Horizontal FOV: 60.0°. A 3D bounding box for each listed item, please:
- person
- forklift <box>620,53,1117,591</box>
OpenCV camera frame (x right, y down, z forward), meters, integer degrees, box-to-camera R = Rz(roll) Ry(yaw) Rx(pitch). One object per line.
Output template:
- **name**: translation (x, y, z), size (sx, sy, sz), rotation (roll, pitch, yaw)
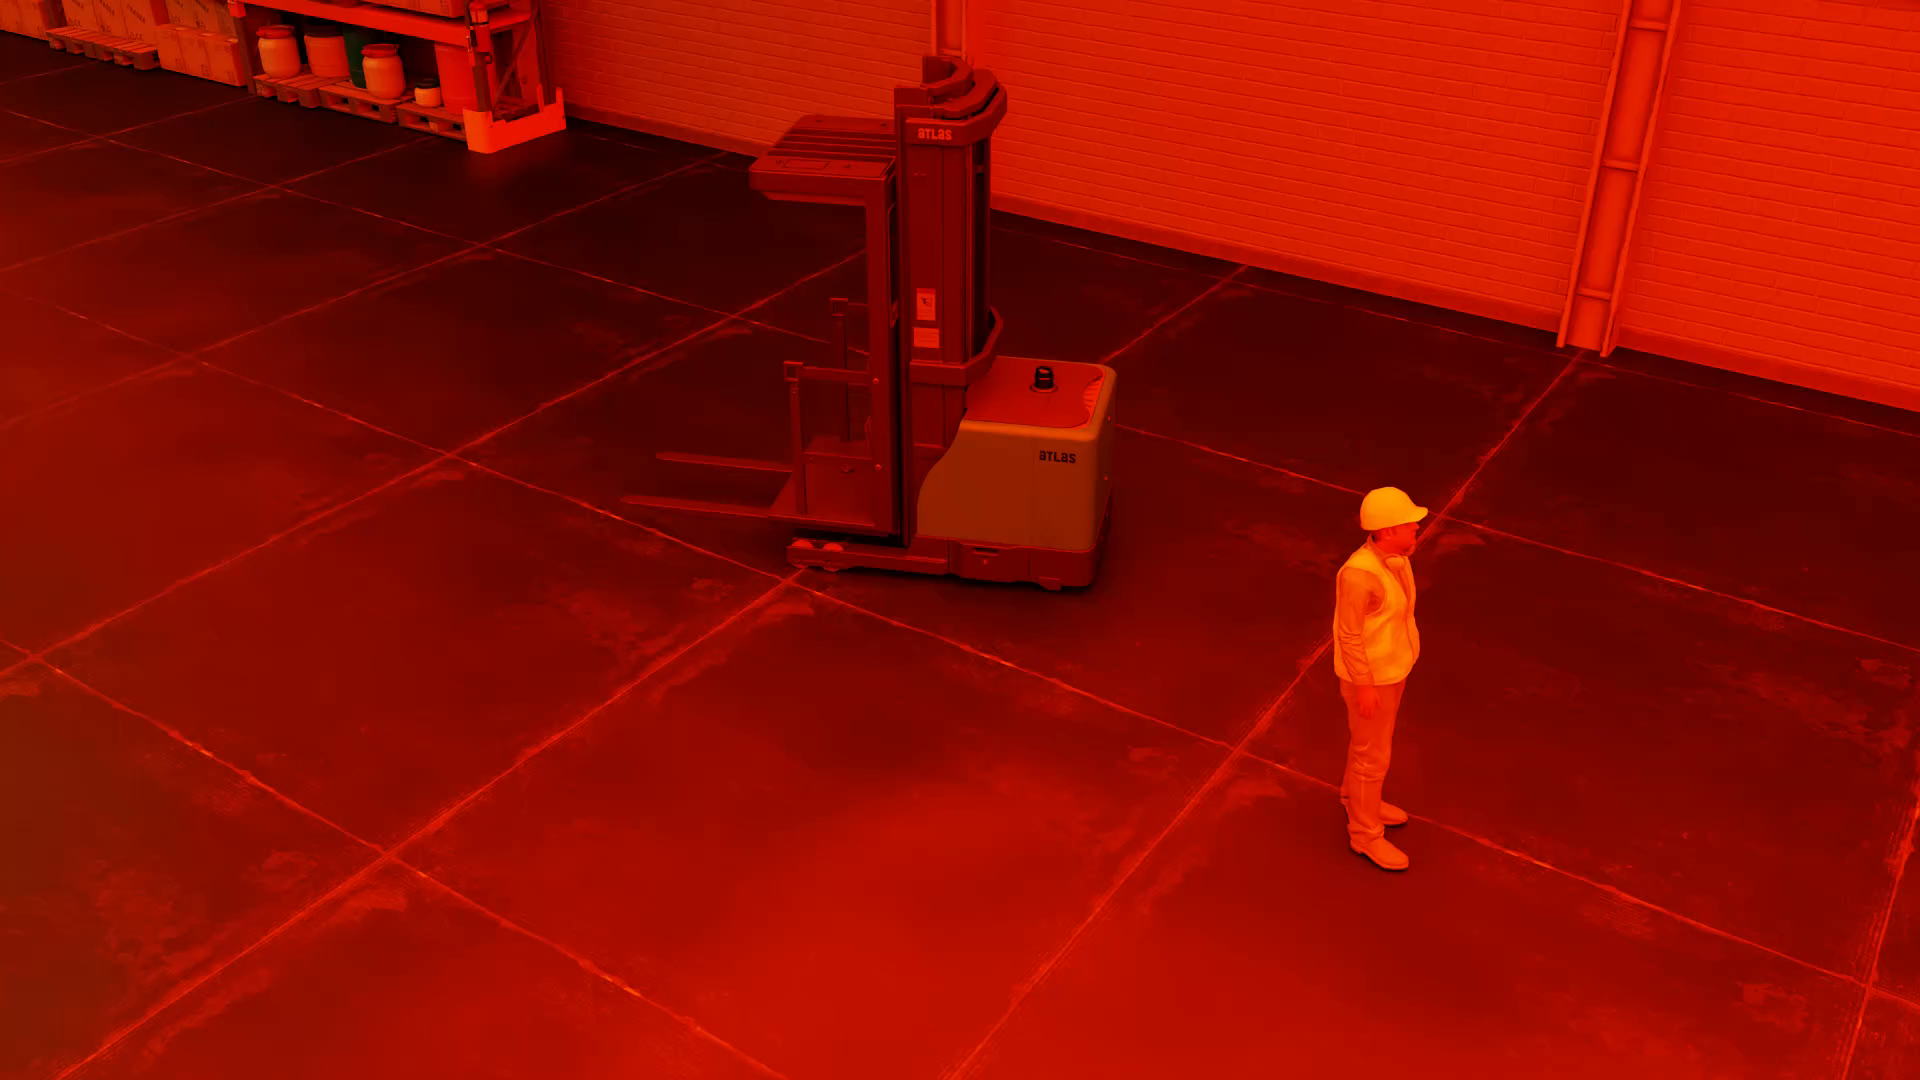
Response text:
- **person**: translation (1.992, 0.598, 7.689), size (0.569, 1.773, 0.632), rotation (17, 34, 26)
- **forklift**: translation (-0.596, -1.330, 9.871), size (3.031, 2.935, 1.130), rotation (6, 31, 10)
